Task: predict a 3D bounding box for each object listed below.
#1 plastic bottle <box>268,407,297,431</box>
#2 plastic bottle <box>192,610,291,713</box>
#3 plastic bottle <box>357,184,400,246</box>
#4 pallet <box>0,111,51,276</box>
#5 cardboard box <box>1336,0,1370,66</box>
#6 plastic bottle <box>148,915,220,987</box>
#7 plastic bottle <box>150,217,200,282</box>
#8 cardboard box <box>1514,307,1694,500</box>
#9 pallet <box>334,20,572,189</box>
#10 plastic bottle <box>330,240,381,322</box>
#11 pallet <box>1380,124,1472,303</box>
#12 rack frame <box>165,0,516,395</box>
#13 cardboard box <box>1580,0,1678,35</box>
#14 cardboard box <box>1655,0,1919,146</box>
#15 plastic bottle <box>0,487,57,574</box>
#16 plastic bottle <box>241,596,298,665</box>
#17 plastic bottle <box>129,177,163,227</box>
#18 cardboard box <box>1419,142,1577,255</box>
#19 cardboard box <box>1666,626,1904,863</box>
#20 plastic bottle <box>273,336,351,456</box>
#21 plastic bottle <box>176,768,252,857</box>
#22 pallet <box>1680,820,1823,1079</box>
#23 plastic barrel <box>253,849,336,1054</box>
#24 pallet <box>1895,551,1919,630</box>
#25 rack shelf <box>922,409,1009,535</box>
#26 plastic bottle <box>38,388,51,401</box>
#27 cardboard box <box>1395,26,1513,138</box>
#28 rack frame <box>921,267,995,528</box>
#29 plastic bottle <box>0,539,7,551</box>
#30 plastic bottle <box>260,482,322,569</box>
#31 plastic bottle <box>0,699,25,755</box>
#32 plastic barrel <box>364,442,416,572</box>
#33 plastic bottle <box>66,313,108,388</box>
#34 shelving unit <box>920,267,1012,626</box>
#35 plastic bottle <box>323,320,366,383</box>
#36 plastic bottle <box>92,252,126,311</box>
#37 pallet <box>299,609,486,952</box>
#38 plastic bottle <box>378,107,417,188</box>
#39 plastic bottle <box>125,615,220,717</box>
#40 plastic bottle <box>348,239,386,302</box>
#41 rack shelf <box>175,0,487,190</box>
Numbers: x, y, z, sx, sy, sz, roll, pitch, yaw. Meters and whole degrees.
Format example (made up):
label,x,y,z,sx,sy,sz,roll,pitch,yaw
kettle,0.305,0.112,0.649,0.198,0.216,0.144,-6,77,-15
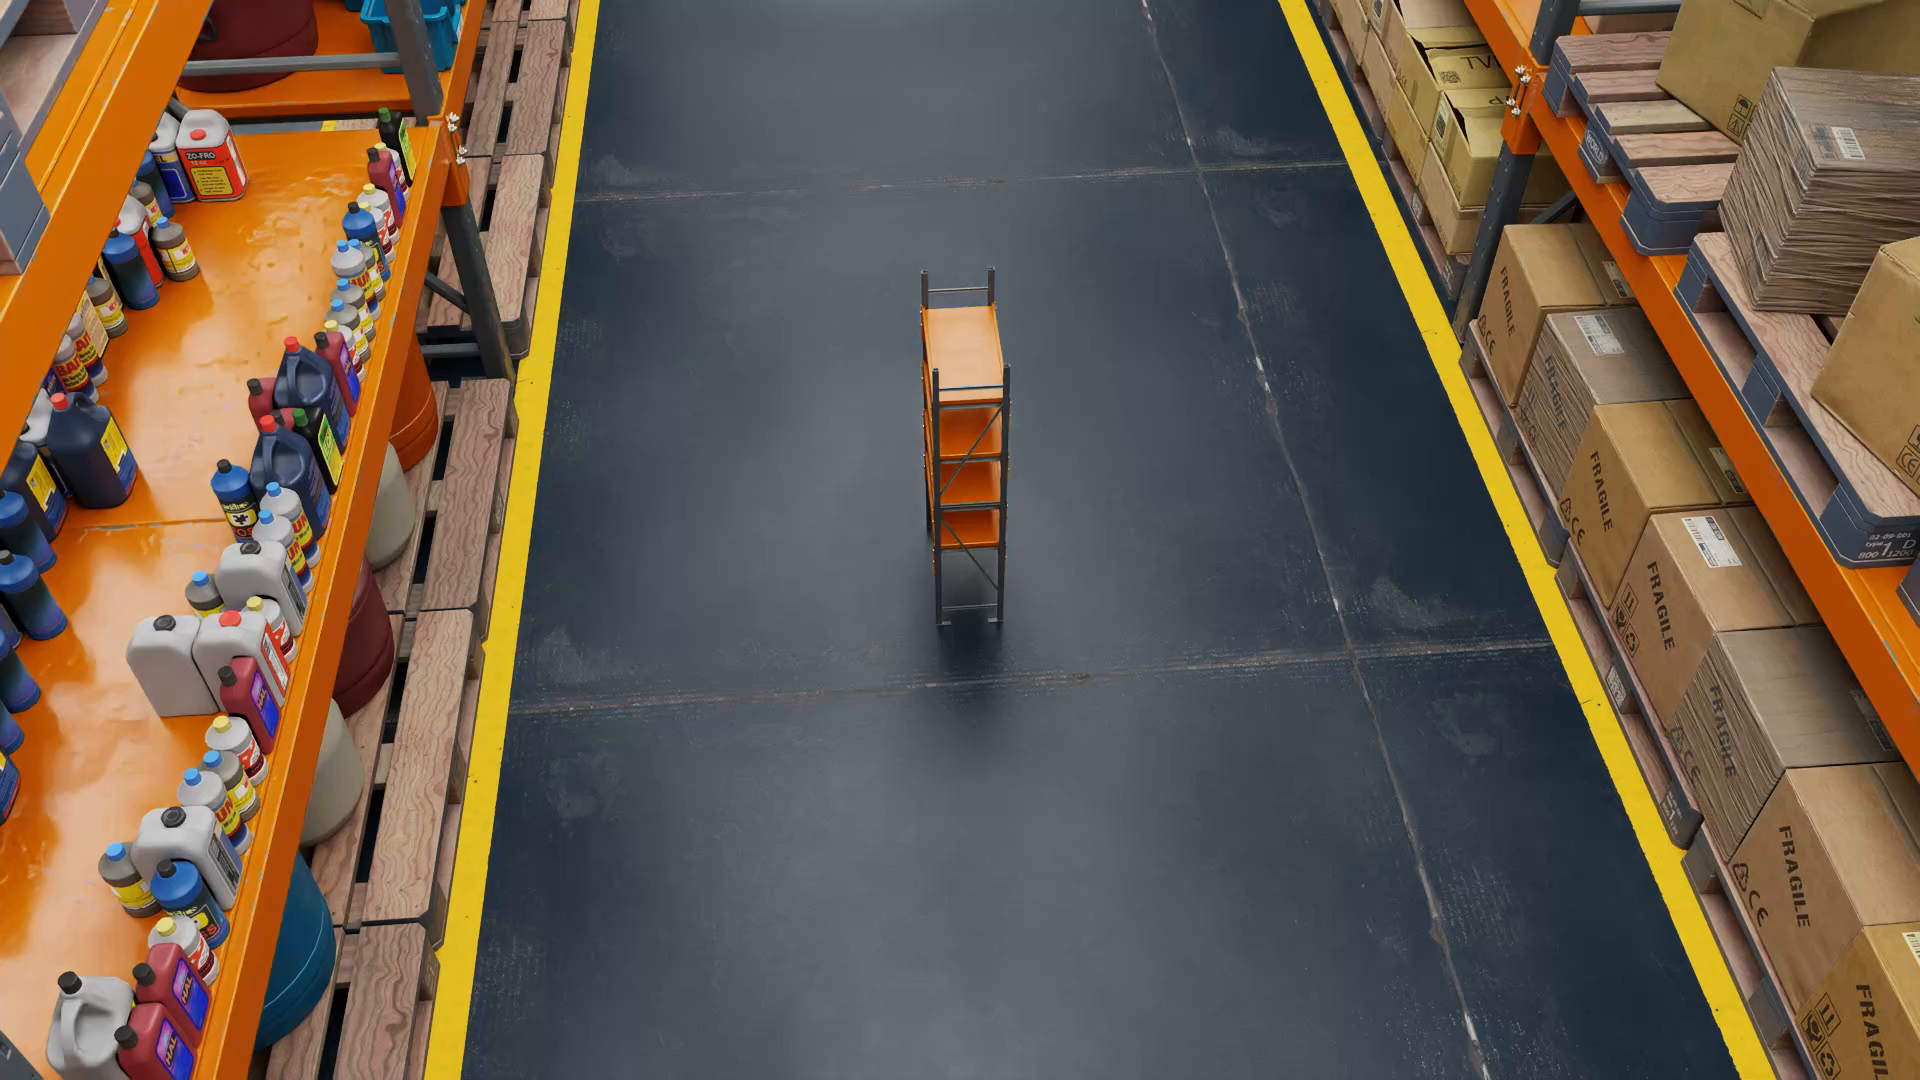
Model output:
label,x,y,z,sx,sy,sz,roll,pitch,yaw
plastic bottle,-1.811,-0.262,4.513,0.061,0.283,0.133,-3,47,-3
plastic bottle,-1.733,0.279,4.005,0.152,0.276,0.135,-3,47,-3
plastic bottle,-1.862,-1.043,5.309,0.097,0.201,0.097,0,47,0
pallet,-2.160,-0.264,2.498,1.213,0.211,1.003,-3,47,-3
cardboard box,2.186,-2.602,8.253,0.500,0.250,0.500,-3,47,-3
plastic bottle,-1.641,0.862,3.504,0.097,0.201,0.097,0,47,0
plastic bottle,-2.456,-0.915,5.188,0.097,0.201,0.097,0,47,0
cardboard box,2.408,-0.495,6.071,0.500,0.500,0.500,-5,47,-5
pallet,-2.457,-2.115,8.107,1.003,0.211,1.213,-3,47,-3
plastic bottle,-1.829,-0.786,5.017,0.097,0.271,0.097,0,47,0
pallet,2.575,-1.567,7.589,1.003,0.211,1.213,-3,47,-3
rack frame,-2.331,-1.630,5.728,1.000,3.000,0.127,-3,47,-3
cardboard box,2.618,-2.163,6.294,0.500,0.311,0.500,-1,47,-1
cardboard box,2.770,-1.658,5.396,0.700,0.500,0.500,-18,49,-16
plastic bottle,-2.443,-0.034,4.305,0.097,0.271,0.097,0,47,0
plastic bottle,-1.716,0.219,4.114,0.097,0.201,0.097,0,47,0
plastic bottle,-2.627,-1.073,5.337,0.097,0.201,0.097,0,47,0
cardboard box,2.318,-1.493,7.203,0.500,0.250,0.500,-2,47,-2
cardboard box,2.538,0.613,5.022,0.500,0.500,0.500,-3,47,-3
plastic bottle,-1.805,-0.402,4.598,0.144,0.351,0.185,-3,47,-3
plastic bottle,-1.669,0.600,3.704,0.097,0.271,0.097,0,47,0
pallet,2.834,1.338,4.837,1.003,0.211,1.213,-3,47,-3
plastic barrel,-2.084,0.934,4.455,0.600,0.901,0.708,-3,47,-3
pallet,2.982,0.447,3.893,1.003,0.211,1.213,-3,47,-3
rack shelf,0.014,-0.247,5.750,0.258,0.148,0.480,-3,47,-3
plastic bottle,-2.538,-0.332,4.587,0.097,0.271,0.097,0,47,0
cardboard box,2.266,-2.060,7.353,0.500,0.311,0.500,-4,47,-4
rack frame,-0.007,-0.469,5.868,0.240,1.200,0.015,-3,47,-3
plastic bottle,-2.520,-0.020,4.284,0.061,0.283,0.133,-3,47,-3
plastic bottle,-1.743,-0.043,4.314,0.097,0.271,0.097,0,47,0
plastic bottle,-2.302,0.393,3.901,0.097,0.271,0.097,0,47,0
plastic barrel,-2.137,-0.163,5.762,0.421,0.512,0.421,0,47,0
plastic bottle,-2.566,-0.569,4.812,0.097,0.271,0.097,0,47,0
shelving unit,0.014,-0.293,5.701,0.258,1.200,0.503,-3,47,-3
plastic bottle,-1.805,-0.550,4.842,0.097,0.201,0.097,0,47,0
plastic bottle,-2.613,-0.823,5.043,0.061,0.283,0.133,-3,47,-3
pallet,-2.125,0.777,5.368,1.003,0.211,1.213,-3,47,-3
plastic bottle,-1.872,-1.323,5.517,0.061,0.283,0.133,-3,47,-3
plastic bottle,-1.885,0.288,3.997,0.152,0.276,0.135,-3,47,-3
plastic bottle,-1.837,-0.832,5.109,0.097,0.201,0.097,0,47,0
rack shelf,-2.499,-2.830,7.359,1.077,0.370,4.000,-3,47,-3
